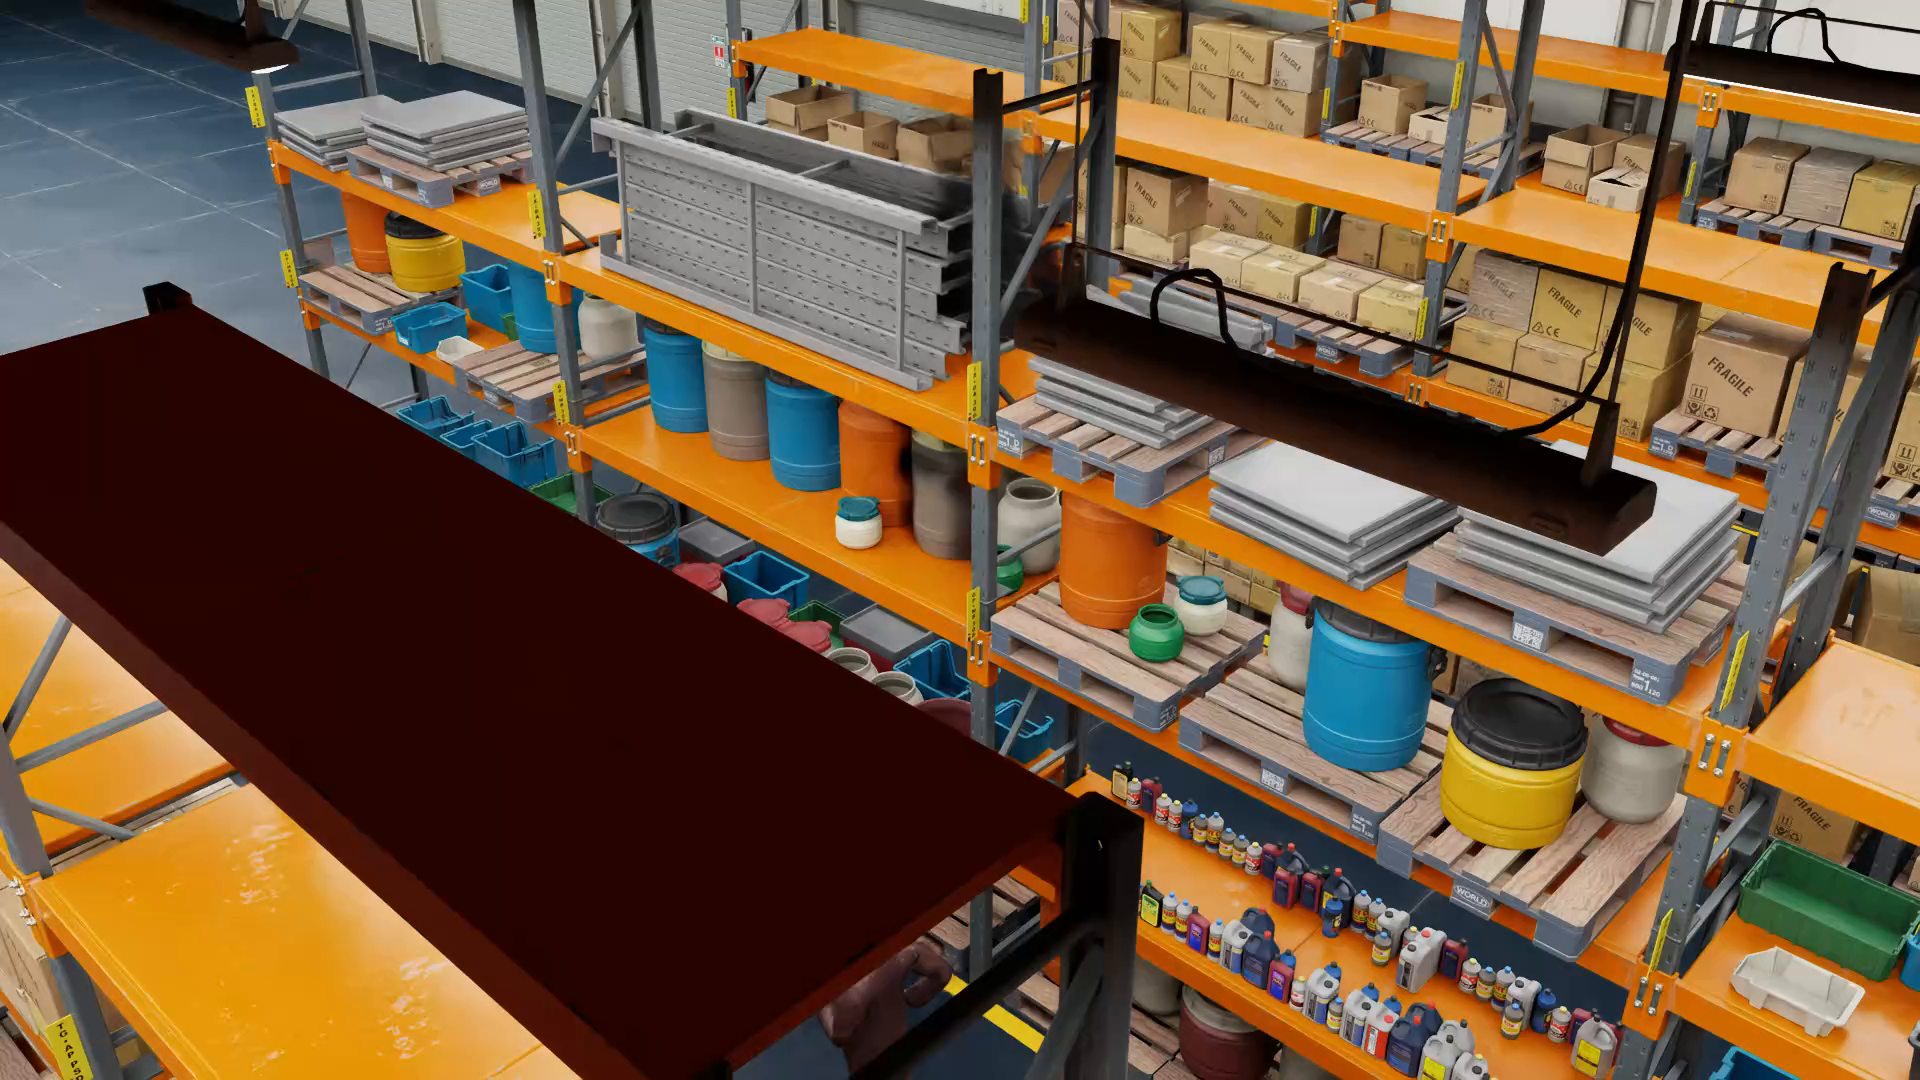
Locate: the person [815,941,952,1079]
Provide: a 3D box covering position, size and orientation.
[{"bbox_3d":[-0.452,2.731,8.973,0.978,1.828,0.704,19,34,30],"label":"person"}]
